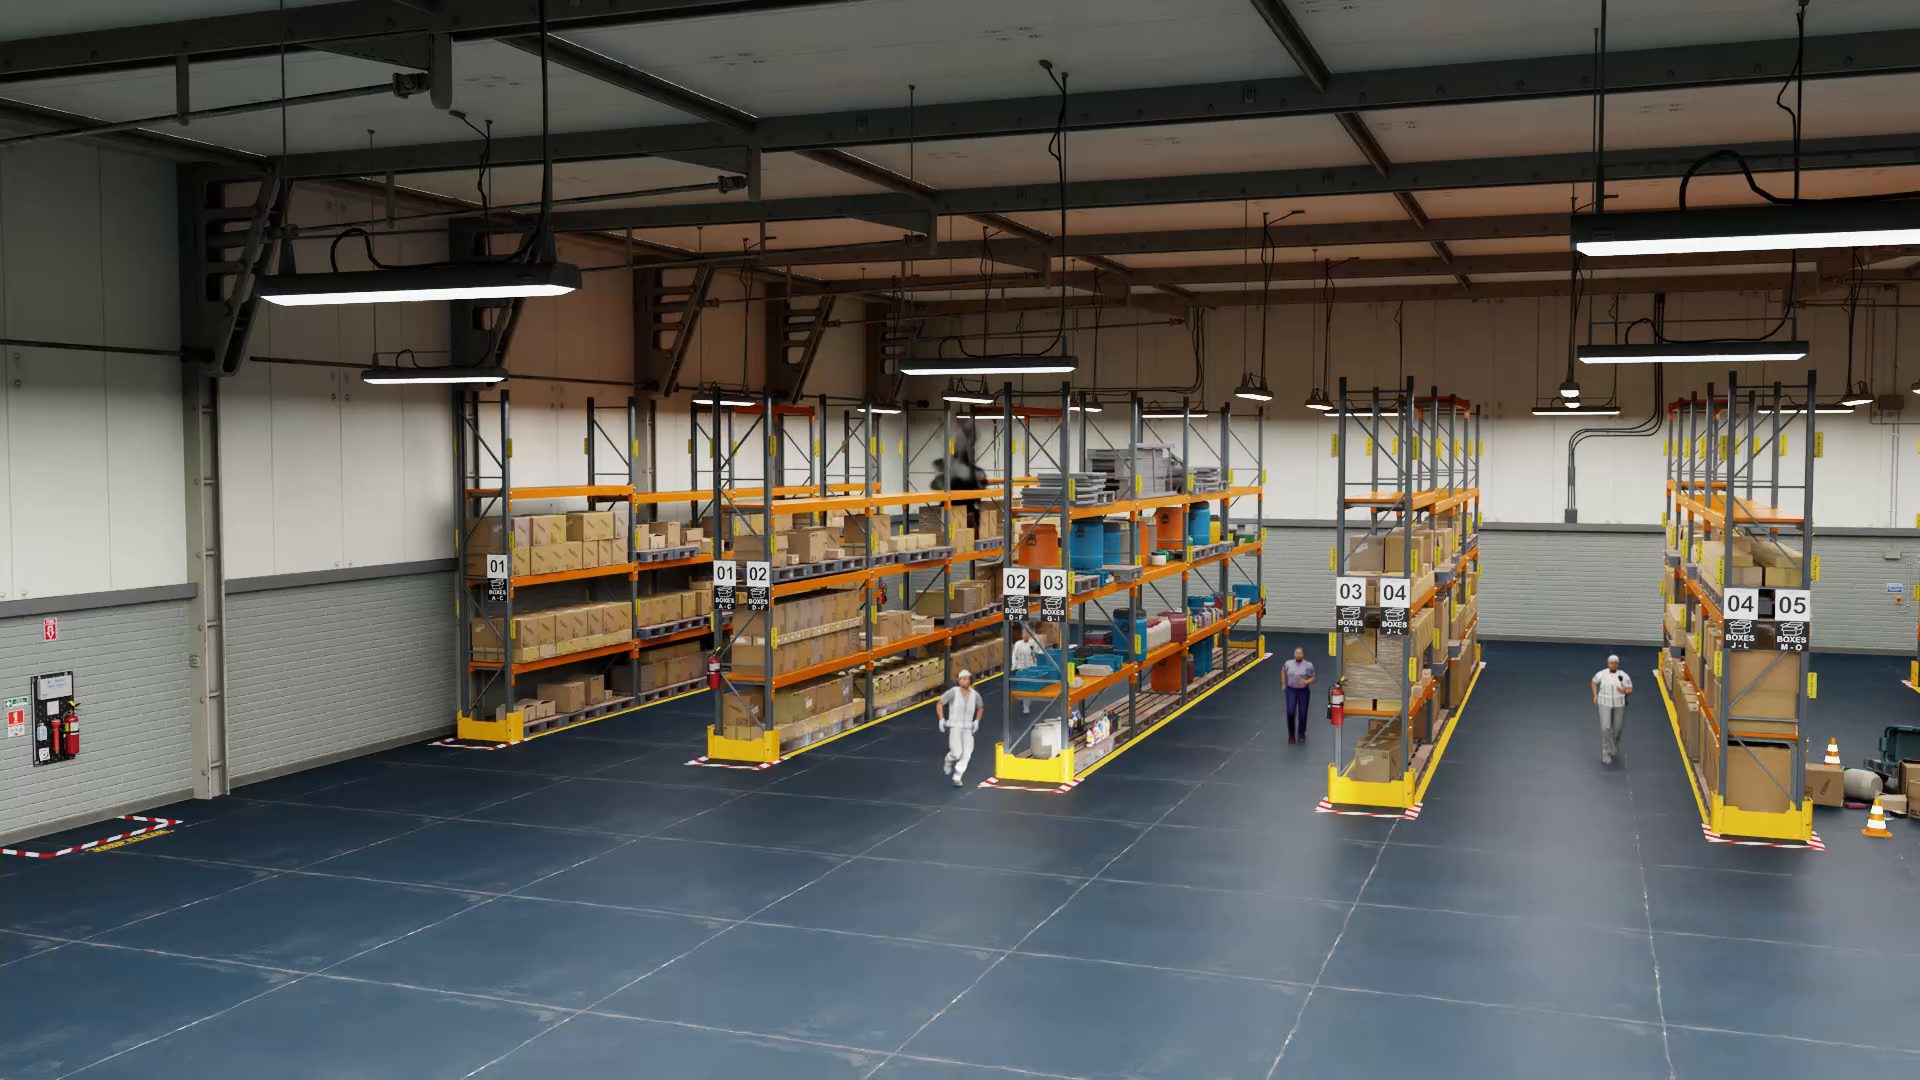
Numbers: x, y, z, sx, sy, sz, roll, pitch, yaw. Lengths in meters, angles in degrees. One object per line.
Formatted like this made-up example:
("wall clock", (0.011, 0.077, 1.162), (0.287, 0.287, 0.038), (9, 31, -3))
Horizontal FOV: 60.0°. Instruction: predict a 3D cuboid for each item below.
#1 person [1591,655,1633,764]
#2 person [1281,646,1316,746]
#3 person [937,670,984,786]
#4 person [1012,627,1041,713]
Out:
("person", (10.464, 2.686, 26.682), (0.594, 1.689, 0.895), (1, 3, 14))
("person", (5.723, 2.647, 28.146), (0.570, 1.675, 0.783), (1, 3, 12))
("person", (0.020, 2.784, 24.722), (0.714, 1.723, 0.542), (-1, 3, -19))
("person", (1.280, 2.445, 31.651), (0.603, 1.648, 0.593), (1, 3, 10))
